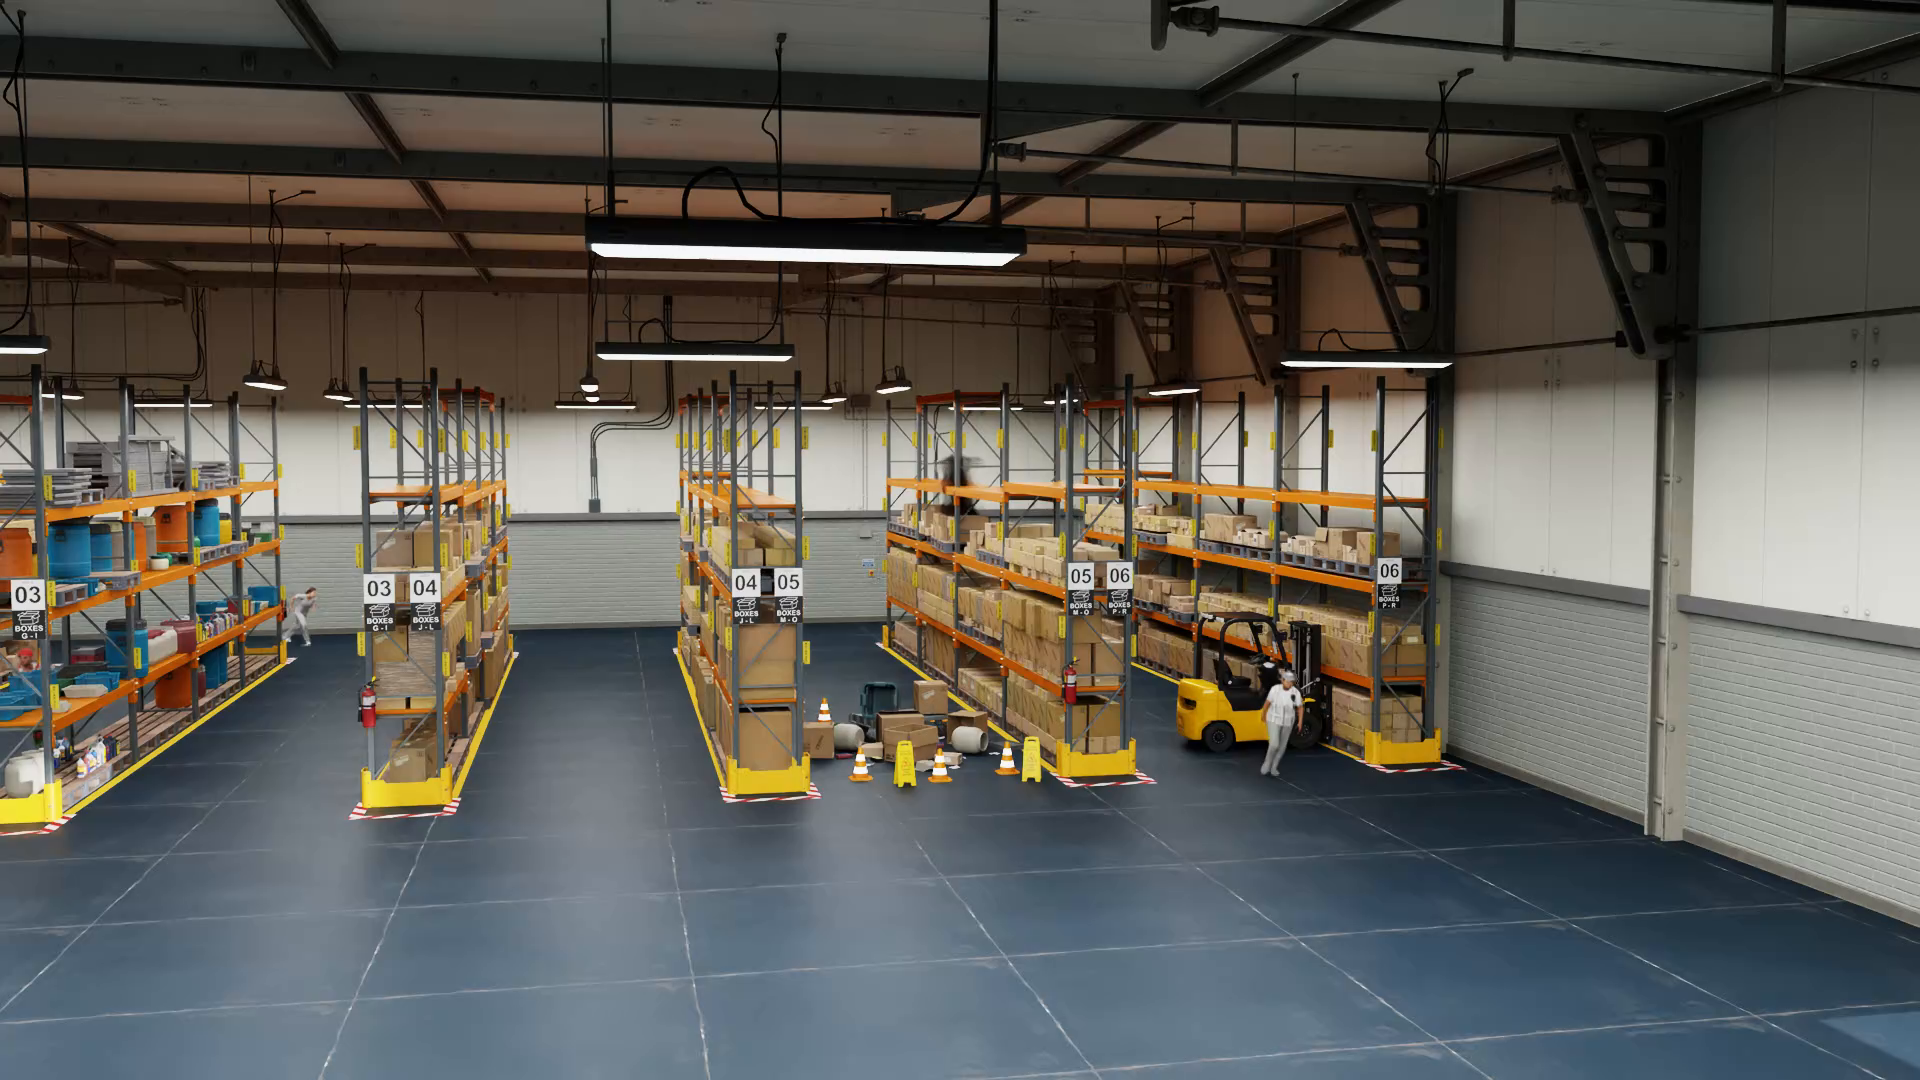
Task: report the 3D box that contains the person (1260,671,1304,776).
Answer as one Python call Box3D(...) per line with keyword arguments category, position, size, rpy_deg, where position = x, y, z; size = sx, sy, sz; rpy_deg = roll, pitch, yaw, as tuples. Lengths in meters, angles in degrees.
Box3D(category="person", position=(4.782, 2.728, 24.706), size=(0.599, 1.609, 0.706), rpy_deg=(0, 3, -6))

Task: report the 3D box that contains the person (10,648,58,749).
Box3D(category="person", position=(-14.655, 2.555, 26.349), size=(0.621, 1.725, 0.972), rpy_deg=(0, 3, 3))

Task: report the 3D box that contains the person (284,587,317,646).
Box3D(category="person", position=(-16.232, 1.818, 40.932), size=(1.098, 1.373, 0.566), rpy_deg=(2, 4, 35))
